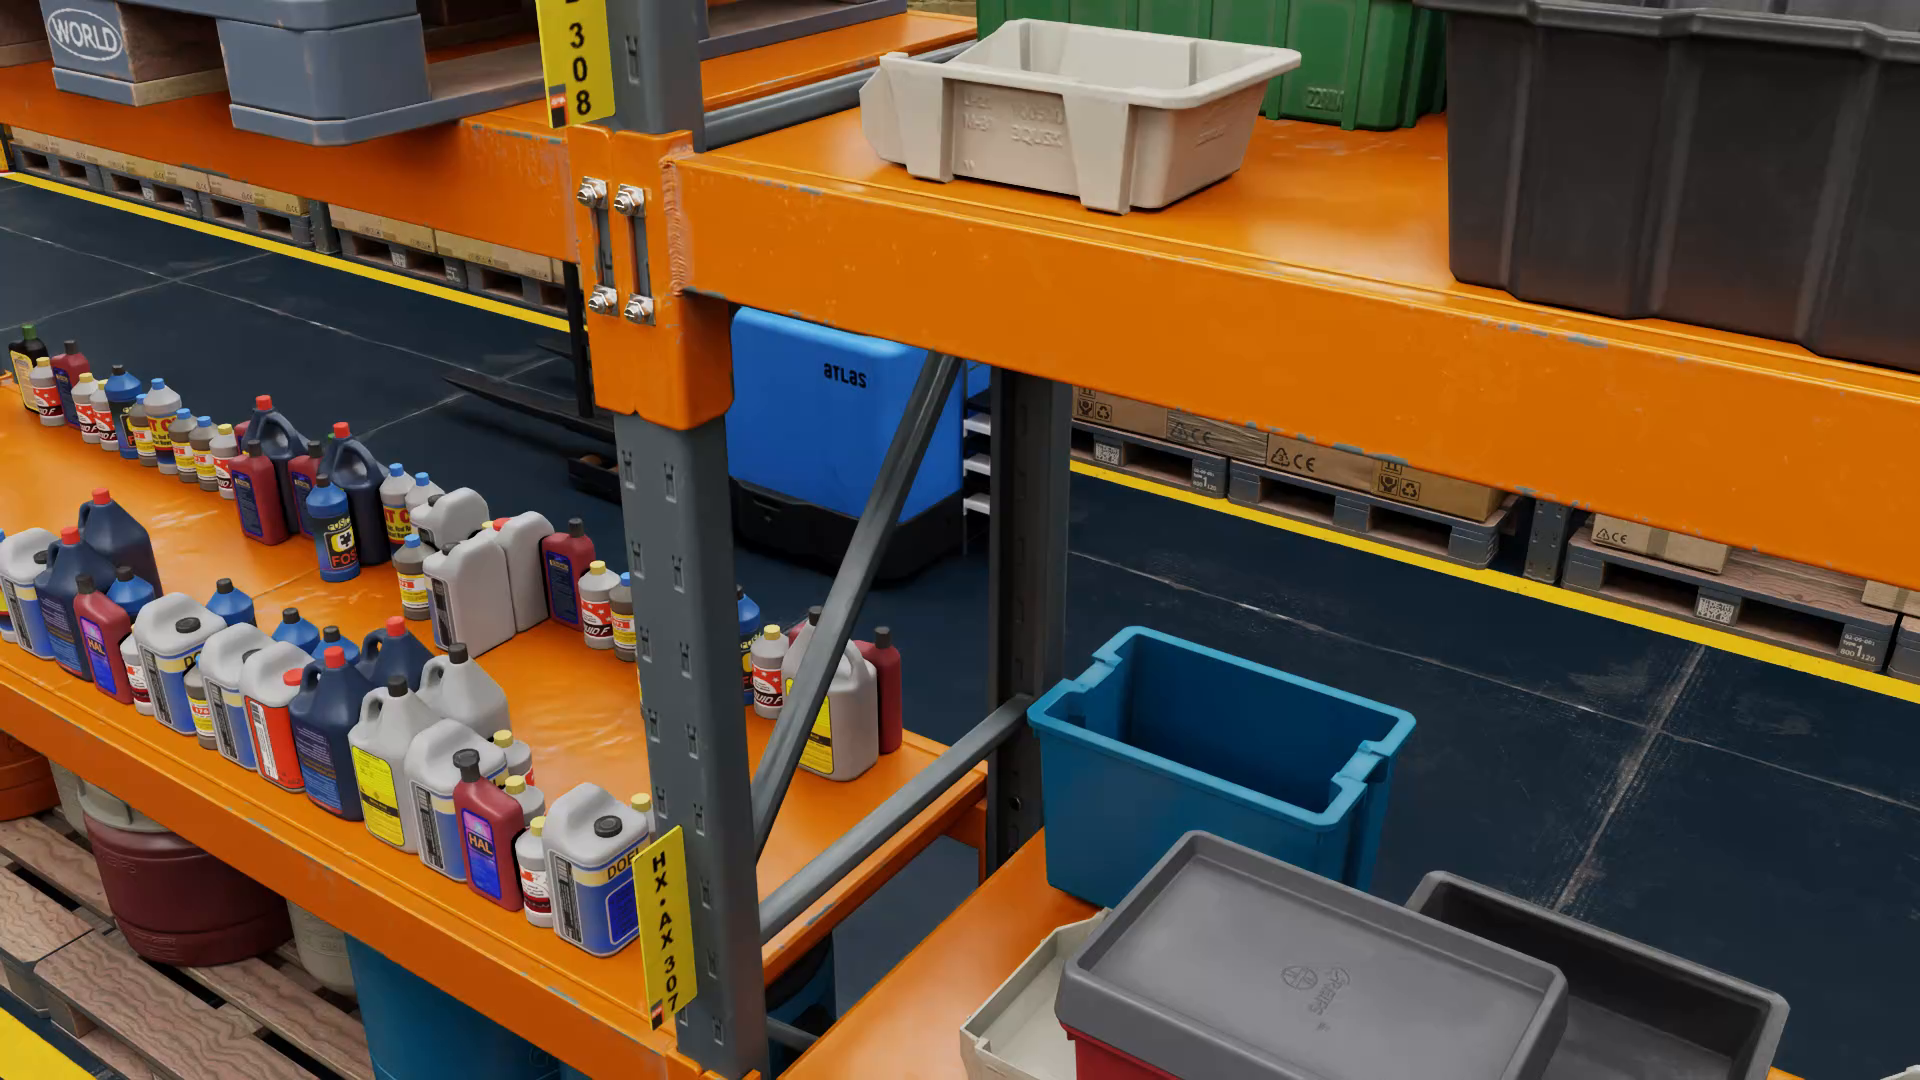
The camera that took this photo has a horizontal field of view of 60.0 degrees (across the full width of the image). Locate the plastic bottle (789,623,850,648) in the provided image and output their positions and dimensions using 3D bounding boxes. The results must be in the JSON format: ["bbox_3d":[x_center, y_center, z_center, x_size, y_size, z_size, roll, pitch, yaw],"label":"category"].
[{"bbox_3d":[-0.298,0.266,3.548,0.133,0.283,0.061,17,32,30],"label":"plastic bottle"}]

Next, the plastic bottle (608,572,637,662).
[{"bbox_3d":[-0.755,0.170,3.827,0.097,0.201,0.097,0,27,0],"label":"plastic bottle"}]

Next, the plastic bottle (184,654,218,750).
[{"bbox_3d":[-1.574,0.333,3.508,0.097,0.201,0.097,0,27,0],"label":"plastic bottle"}]

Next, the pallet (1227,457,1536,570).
[{"bbox_3d":[1.988,-0.301,7.608,1.213,0.211,1.003,17,32,30],"label":"pallet"}]

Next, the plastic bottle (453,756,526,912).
[{"bbox_3d":[-0.852,0.531,3.027,0.133,0.283,0.061,17,32,30],"label":"plastic bottle"}]

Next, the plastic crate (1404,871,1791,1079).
[{"bbox_3d":[0.947,0.785,2.638,0.590,0.125,0.437,17,32,30],"label":"plastic crate"}]

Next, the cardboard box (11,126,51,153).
[{"bbox_3d":[-6.895,-3.171,12.743,0.500,0.250,0.500,17,32,30],"label":"cardboard box"}]

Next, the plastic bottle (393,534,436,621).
[{"bbox_3d":[-1.303,0.083,3.998,0.097,0.201,0.097,0,27,0],"label":"plastic bottle"}]

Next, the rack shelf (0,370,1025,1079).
[{"bbox_3d":[-1.776,0.309,4.129,4.000,0.370,1.077,17,32,30],"label":"rack shelf"}]

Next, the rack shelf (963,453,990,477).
[{"bbox_3d":[0.167,-0.317,6.955,0.200,0.077,0.258,18,32,31],"label":"rack shelf"}]

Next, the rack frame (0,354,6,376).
[{"bbox_3d":[-3.424,-0.525,4.975,0.127,3.000,1.000,17,32,30],"label":"rack frame"}]

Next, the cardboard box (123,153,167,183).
[{"bbox_3d":[-5.660,-2.785,11.985,0.500,0.250,0.500,17,32,30],"label":"cardboard box"}]

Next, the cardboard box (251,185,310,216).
[{"bbox_3d":[-4.420,-2.402,11.232,0.500,0.250,0.500,17,32,30],"label":"cardboard box"}]

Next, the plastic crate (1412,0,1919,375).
[{"bbox_3d":[0.741,-0.355,1.477,0.590,0.269,0.497,17,32,30],"label":"plastic crate"}]

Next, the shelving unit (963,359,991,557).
[{"bbox_3d":[0.167,-0.347,6.940,0.210,0.900,0.258,18,32,31],"label":"shelving unit"}]

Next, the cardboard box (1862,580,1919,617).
[{"bbox_3d":[3.622,0.125,6.336,0.250,0.166,0.380,17,32,30],"label":"cardboard box"}]

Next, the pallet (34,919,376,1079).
[{"bbox_3d":[-1.750,1.218,4.624,1.213,0.211,1.003,17,32,30],"label":"pallet"}]

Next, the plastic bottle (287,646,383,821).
[{"bbox_3d":[-1.223,0.363,3.284,0.185,0.351,0.144,17,32,30],"label":"plastic bottle"}]

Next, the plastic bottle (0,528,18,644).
[{"bbox_3d":[-2.219,0.101,3.887,0.097,0.271,0.097,0,27,0],"label":"plastic bottle"}]

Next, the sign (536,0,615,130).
[{"bbox_3d":[-0.440,-0.634,1.871,0.005,0.325,0.100,17,32,30],"label":"sign"}]

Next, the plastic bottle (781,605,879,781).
[{"bbox_3d":[-0.267,0.302,3.404,0.185,0.351,0.144,17,32,30],"label":"plastic bottle"}]

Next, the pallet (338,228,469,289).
[{"bbox_3d":[-3.285,-1.986,10.919,1.213,0.211,1.003,17,32,30],"label":"pallet"}]

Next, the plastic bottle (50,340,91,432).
[{"bbox_3d":[-2.659,-0.469,4.994,0.133,0.283,0.061,17,32,30],"label":"plastic bottle"}]

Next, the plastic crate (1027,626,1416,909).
[{"bbox_3d":[0.451,0.475,2.961,0.575,0.384,0.392,17,32,30],"label":"plastic crate"}]

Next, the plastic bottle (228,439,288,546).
[{"bbox_3d":[-1.837,-0.134,4.334,0.133,0.283,0.061,17,32,30],"label":"plastic bottle"}]

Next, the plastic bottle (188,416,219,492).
[{"bbox_3d":[-2.093,-0.246,4.646,0.097,0.201,0.097,0,27,0],"label":"plastic bottle"}]

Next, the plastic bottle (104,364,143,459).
[{"bbox_3d":[-2.414,-0.378,4.827,0.097,0.271,0.097,0,27,0],"label":"plastic bottle"}]

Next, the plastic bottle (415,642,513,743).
[{"bbox_3d":[-0.989,0.356,3.297,0.185,0.351,0.144,17,32,30],"label":"plastic bottle"}]

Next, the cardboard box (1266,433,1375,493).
[{"bbox_3d":[1.708,-0.581,7.354,0.500,0.500,0.500,17,32,30],"label":"cardboard box"}]

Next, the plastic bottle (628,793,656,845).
[{"bbox_3d":[-0.580,0.559,3.064,0.097,0.201,0.097,0,27,0],"label":"plastic bottle"}]

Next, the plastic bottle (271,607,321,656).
[{"bbox_3d":[-1.408,0.270,3.555,0.097,0.271,0.097,0,27,0],"label":"plastic bottle"}]

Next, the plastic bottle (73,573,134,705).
[{"bbox_3d":[-1.871,0.214,3.651,0.133,0.283,0.061,17,32,30],"label":"plastic bottle"}]

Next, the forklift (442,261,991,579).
[{"bbox_3d":[-1.192,-1.656,7.273,3.031,2.935,1.130,18,32,31],"label":"forklift"}]

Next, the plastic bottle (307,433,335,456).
[{"bbox_3d":[-1.645,-0.153,4.373,0.133,0.283,0.061,17,32,30],"label":"plastic bottle"}]

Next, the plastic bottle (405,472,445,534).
[{"bbox_3d":[-1.328,-0.039,4.162,0.097,0.271,0.097,0,27,0],"label":"plastic bottle"}]

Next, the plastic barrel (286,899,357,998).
[{"bbox_3d":[-1.565,0.917,4.420,0.421,0.512,0.421,0,27,0],"label":"plastic barrel"}]

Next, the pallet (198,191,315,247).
[{"bbox_3d":[-4.546,-2.380,11.694,1.213,0.211,1.003,17,32,30],"label":"pallet"}]

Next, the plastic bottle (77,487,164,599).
[{"bbox_3d":[-2.003,0.036,3.926,0.185,0.351,0.144,17,32,30],"label":"plastic bottle"}]

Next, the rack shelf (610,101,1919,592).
[{"bbox_3d":[1.521,-0.001,1.430,4.000,0.370,1.077,17,32,30],"label":"rack shelf"}]

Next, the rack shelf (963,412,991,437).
[{"bbox_3d":[0.167,-0.478,6.873,0.200,0.077,0.258,18,32,31],"label":"rack shelf"}]

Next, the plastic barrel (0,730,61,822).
[{"bbox_3d":[-3.012,0.374,5.137,0.708,0.830,0.600,17,32,30],"label":"plastic barrel"}]

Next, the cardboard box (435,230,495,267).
[{"bbox_3d":[-2.873,-1.905,10.255,0.500,0.250,0.500,16,31,29],"label":"cardboard box"}]
